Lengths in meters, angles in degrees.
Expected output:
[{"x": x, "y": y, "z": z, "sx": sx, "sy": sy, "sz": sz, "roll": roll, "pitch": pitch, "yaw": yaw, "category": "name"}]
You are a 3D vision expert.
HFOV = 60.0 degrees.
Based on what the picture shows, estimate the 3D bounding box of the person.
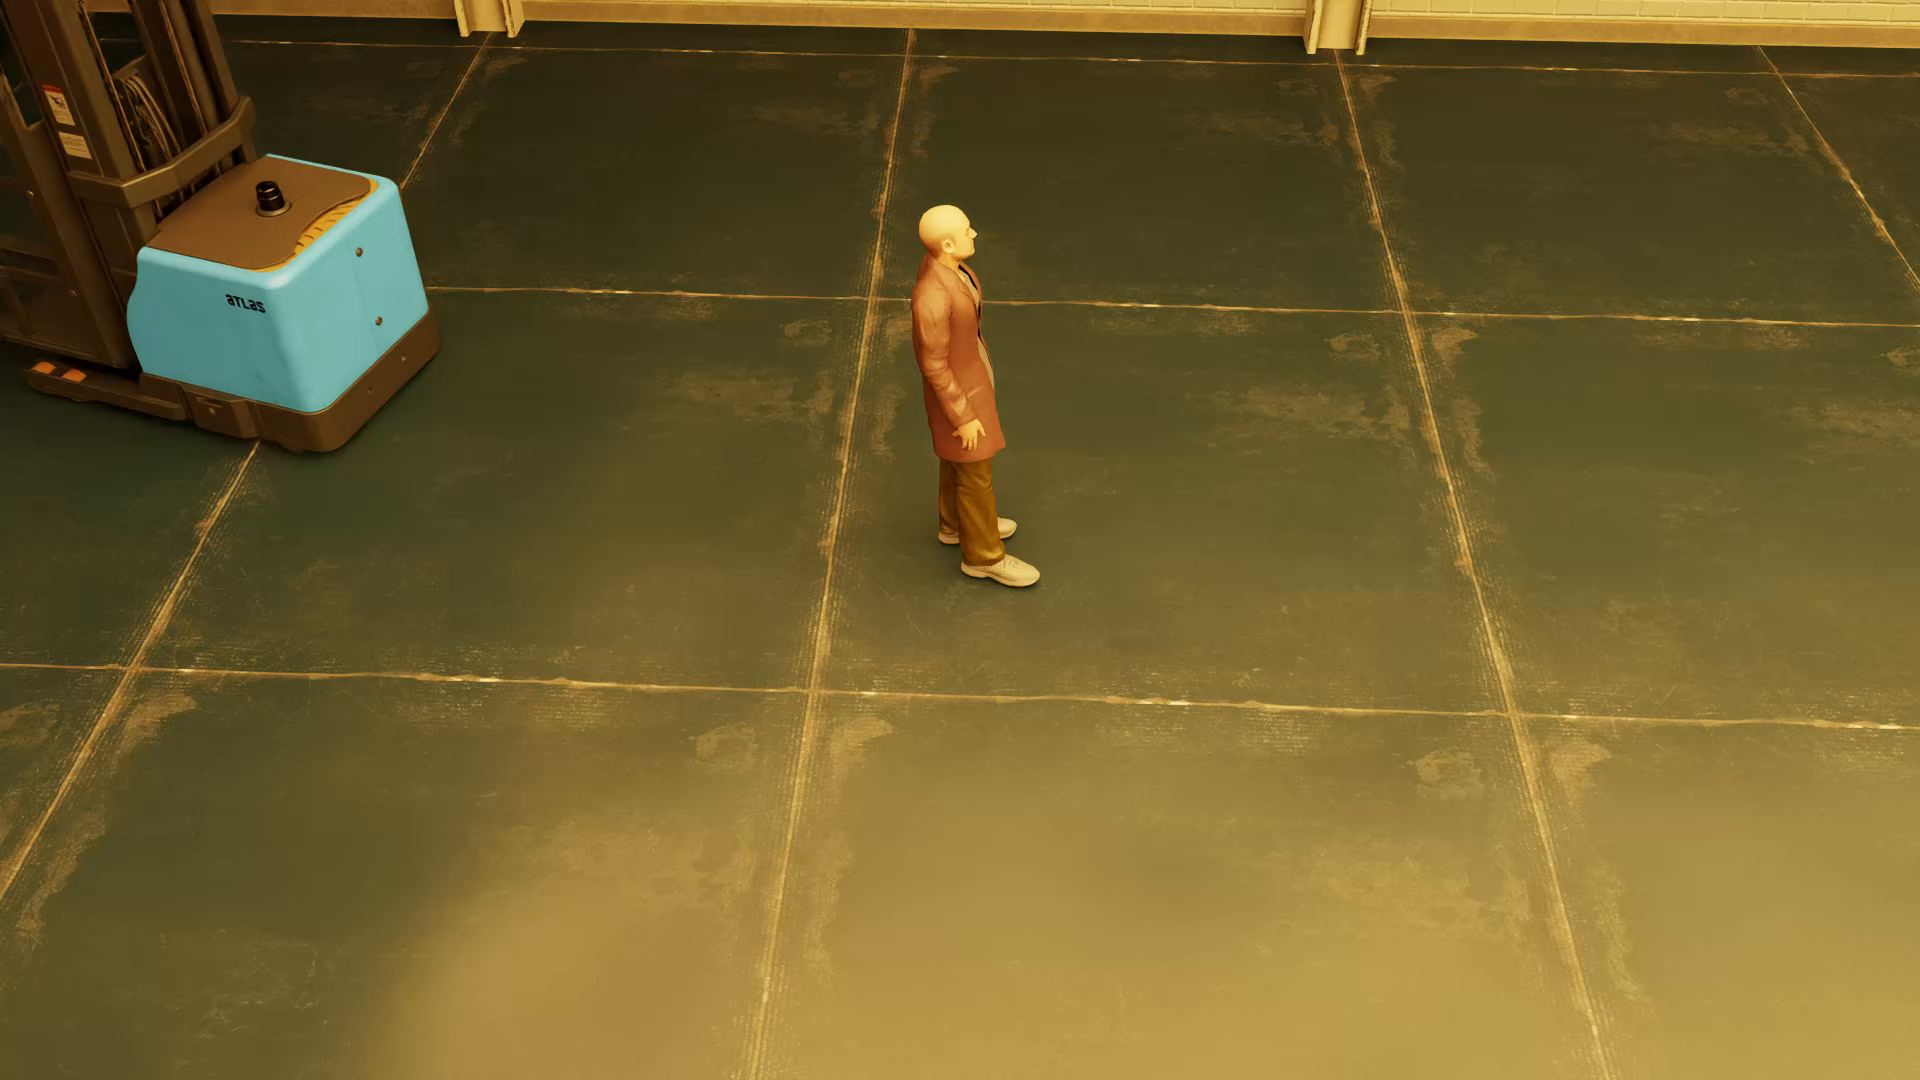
[{"x": 0.092, "y": -0.657, "z": 7.306, "sx": 0.579, "sy": 1.777, "sz": 0.698, "roll": 2, "pitch": 42, "yaw": 2, "category": "person"}]

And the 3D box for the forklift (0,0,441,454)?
[{"x": -4.366, "y": -2.127, "z": 8.072, "sx": 3.031, "sy": 2.935, "sz": 1.130, "roll": 14, "pitch": 44, "yaw": 15, "category": "forklift"}]
